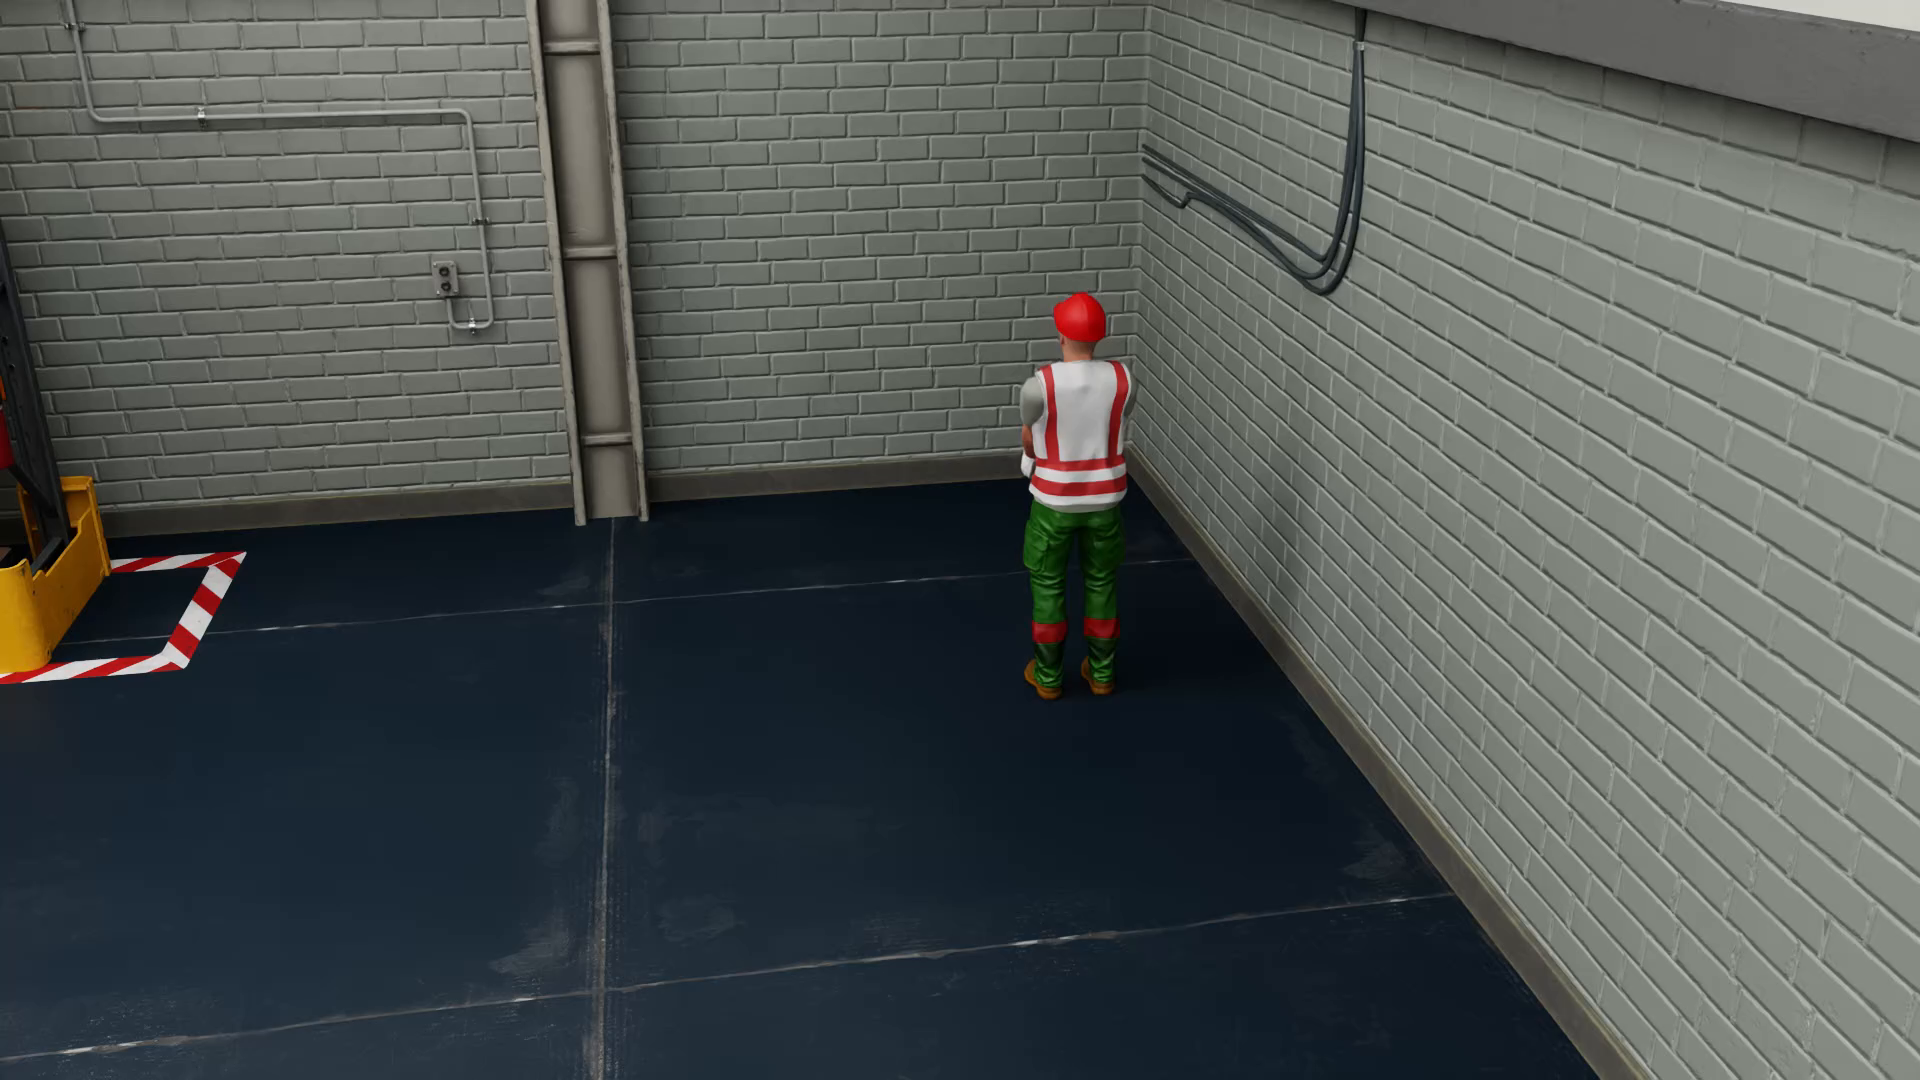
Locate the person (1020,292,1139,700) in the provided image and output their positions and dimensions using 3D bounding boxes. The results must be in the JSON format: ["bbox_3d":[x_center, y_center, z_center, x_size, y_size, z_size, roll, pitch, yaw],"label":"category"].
[{"bbox_3d":[0.464,-0.211,7.064,0.495,1.785,0.552,-4,23,-9],"label":"person"}]
